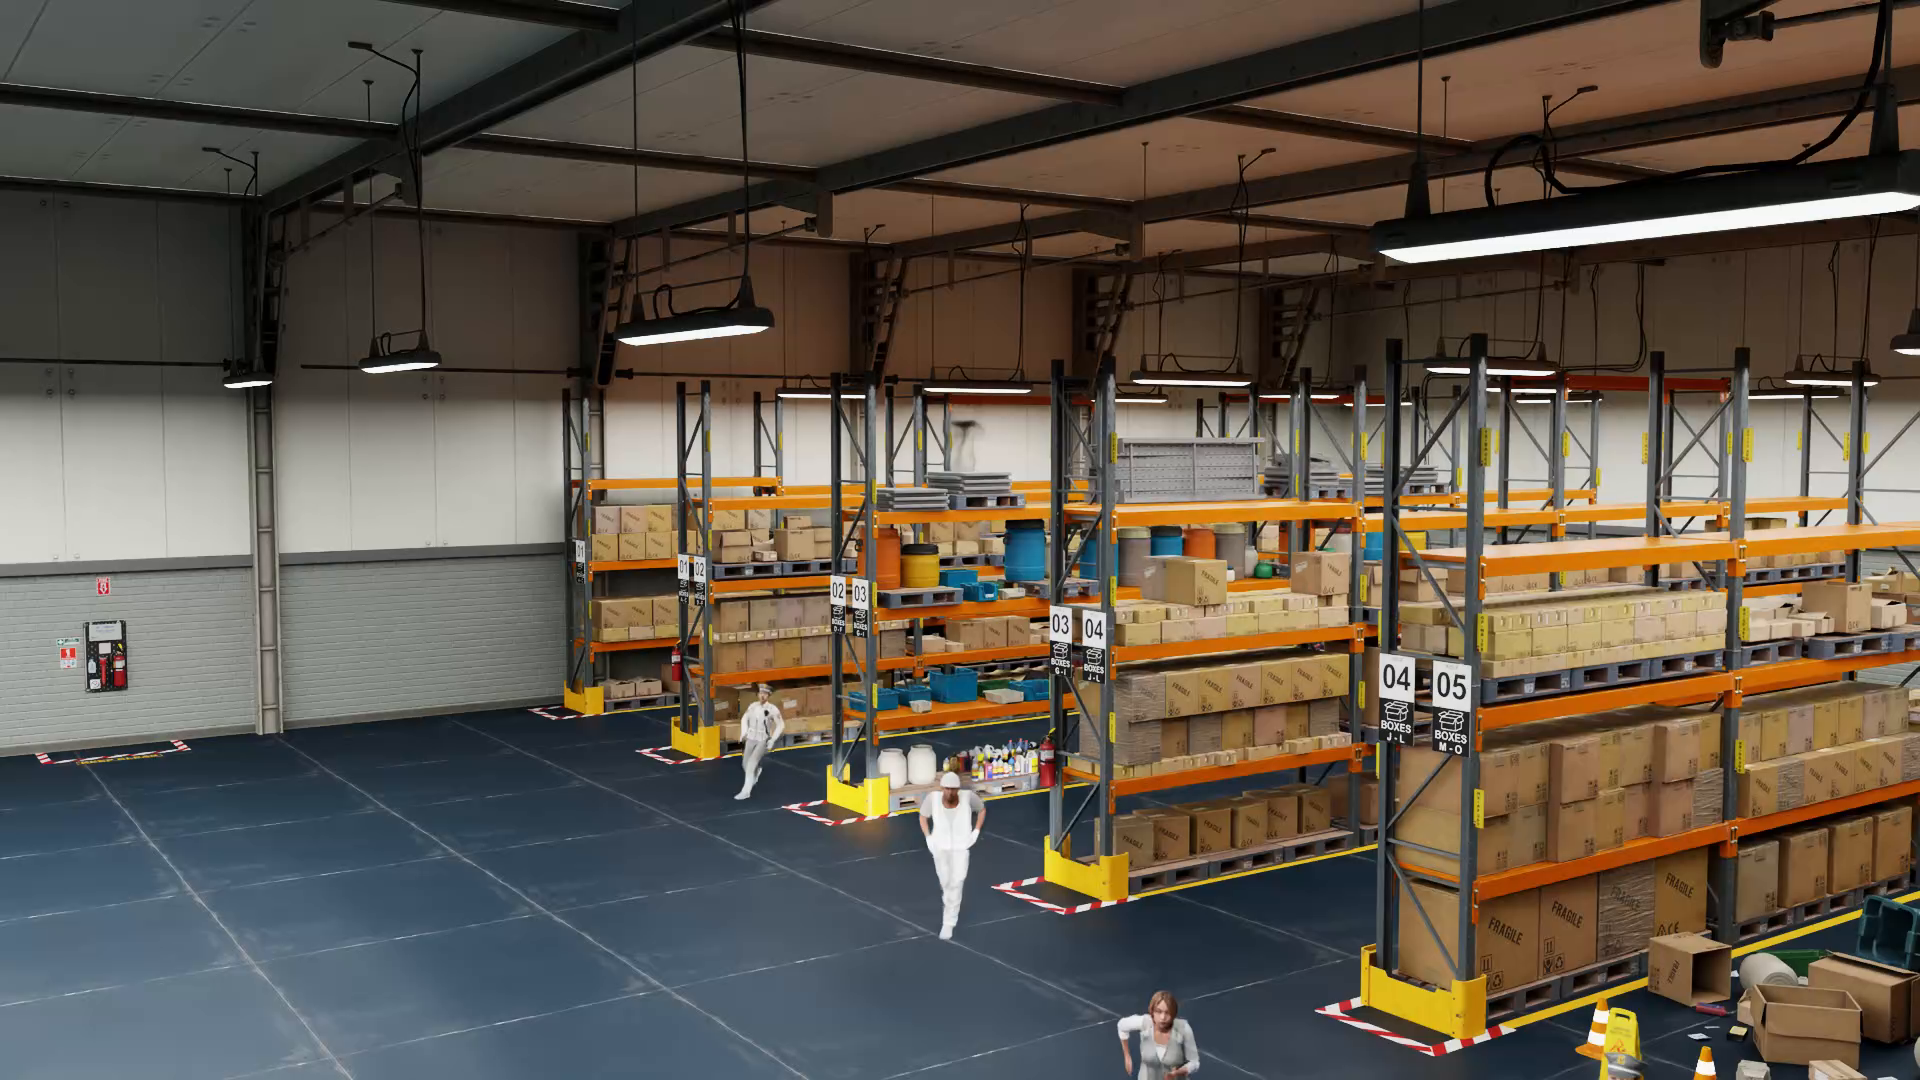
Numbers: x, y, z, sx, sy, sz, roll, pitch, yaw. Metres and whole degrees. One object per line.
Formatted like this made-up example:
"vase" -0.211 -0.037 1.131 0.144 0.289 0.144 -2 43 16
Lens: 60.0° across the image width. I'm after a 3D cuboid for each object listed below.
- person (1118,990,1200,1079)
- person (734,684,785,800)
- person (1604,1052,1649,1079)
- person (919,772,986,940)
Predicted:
"person" 1.308 3.744 11.018 0.509 1.419 0.734 0 4 3
"person" -2.818 2.836 23.563 0.665 1.628 0.669 1 4 19
"person" 3.778 3.751 9.634 0.792 1.682 0.591 2 4 32
"person" -0.081 3.214 17.393 0.697 1.727 1.010 0 4 -2
